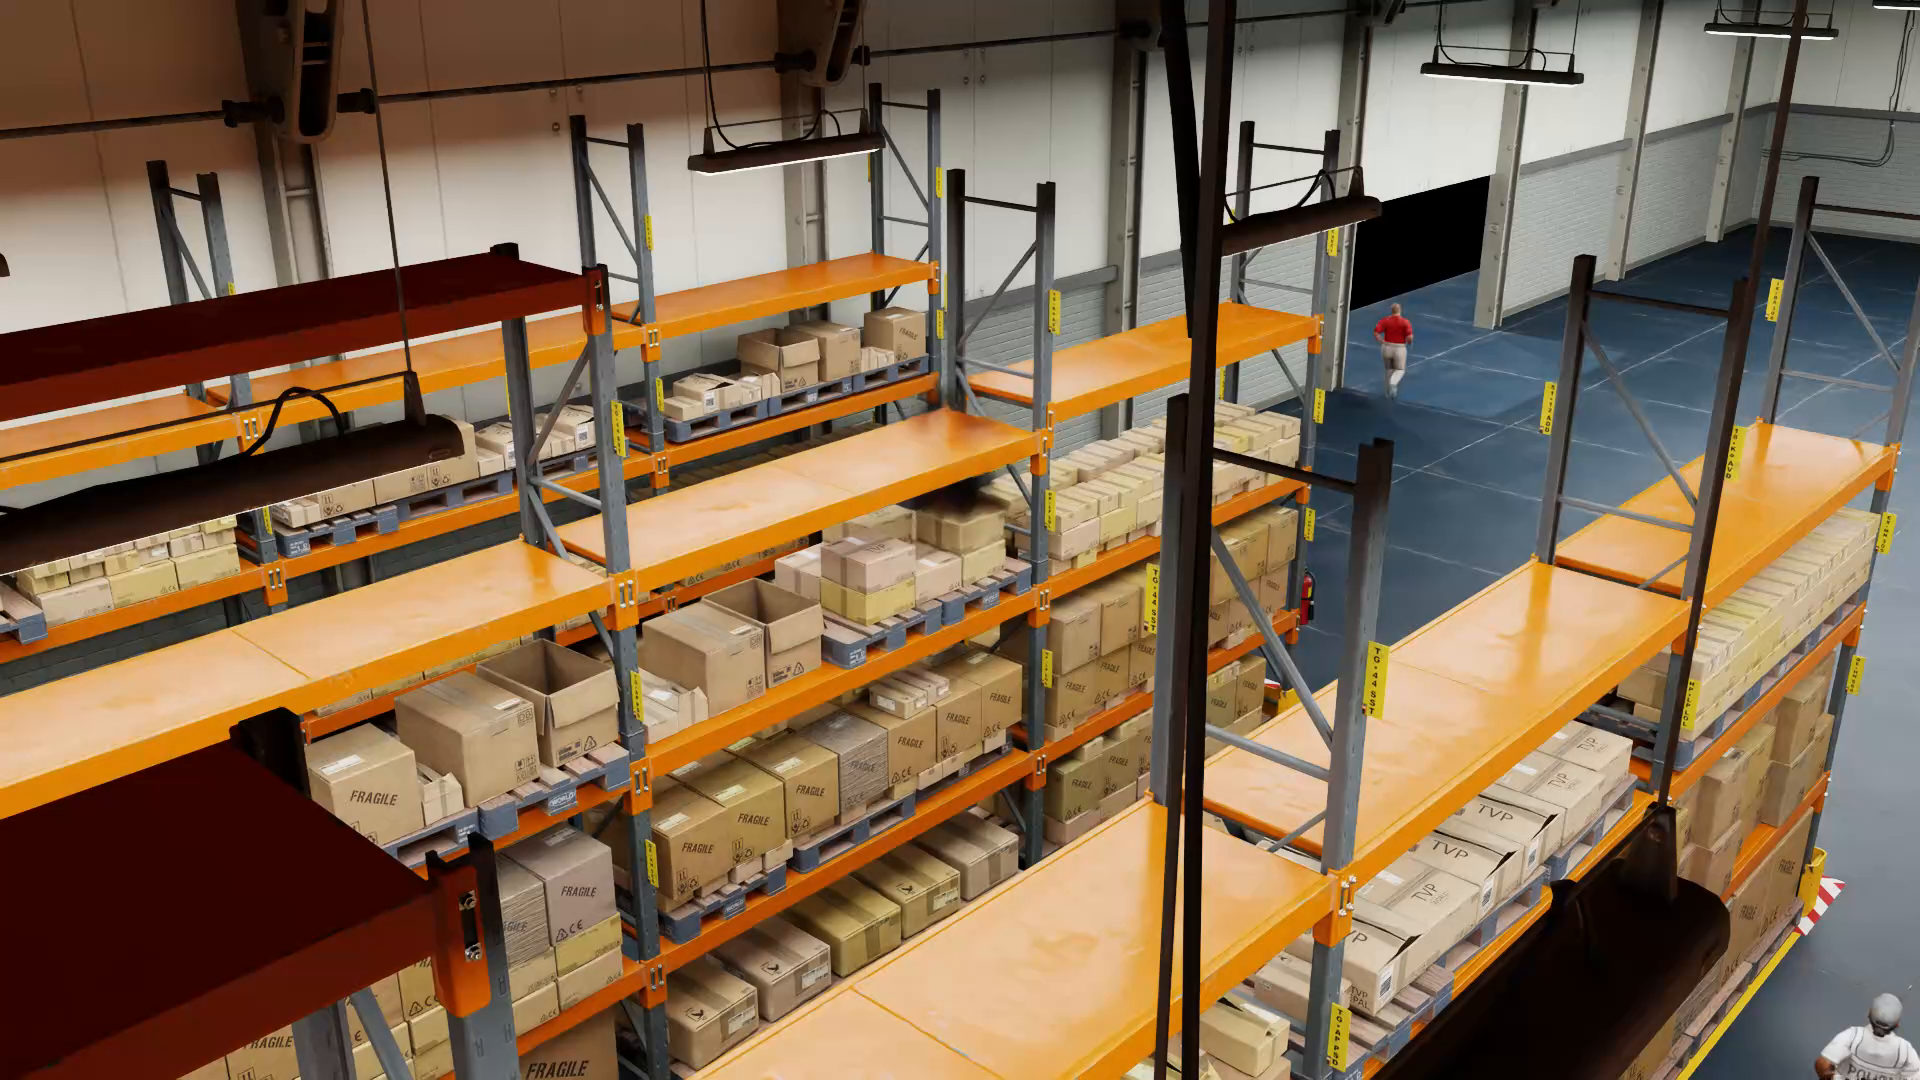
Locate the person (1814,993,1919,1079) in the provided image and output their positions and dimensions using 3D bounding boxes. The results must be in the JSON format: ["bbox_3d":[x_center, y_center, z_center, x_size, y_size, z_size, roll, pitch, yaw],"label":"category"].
[{"bbox_3d":[5.691,3.599,10.498,0.607,1.649,0.849,13,25,31],"label":"person"}]

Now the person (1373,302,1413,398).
[{"bbox_3d":[7.260,-3.167,27.859,0.658,1.672,0.727,11,24,26],"label":"person"}]
